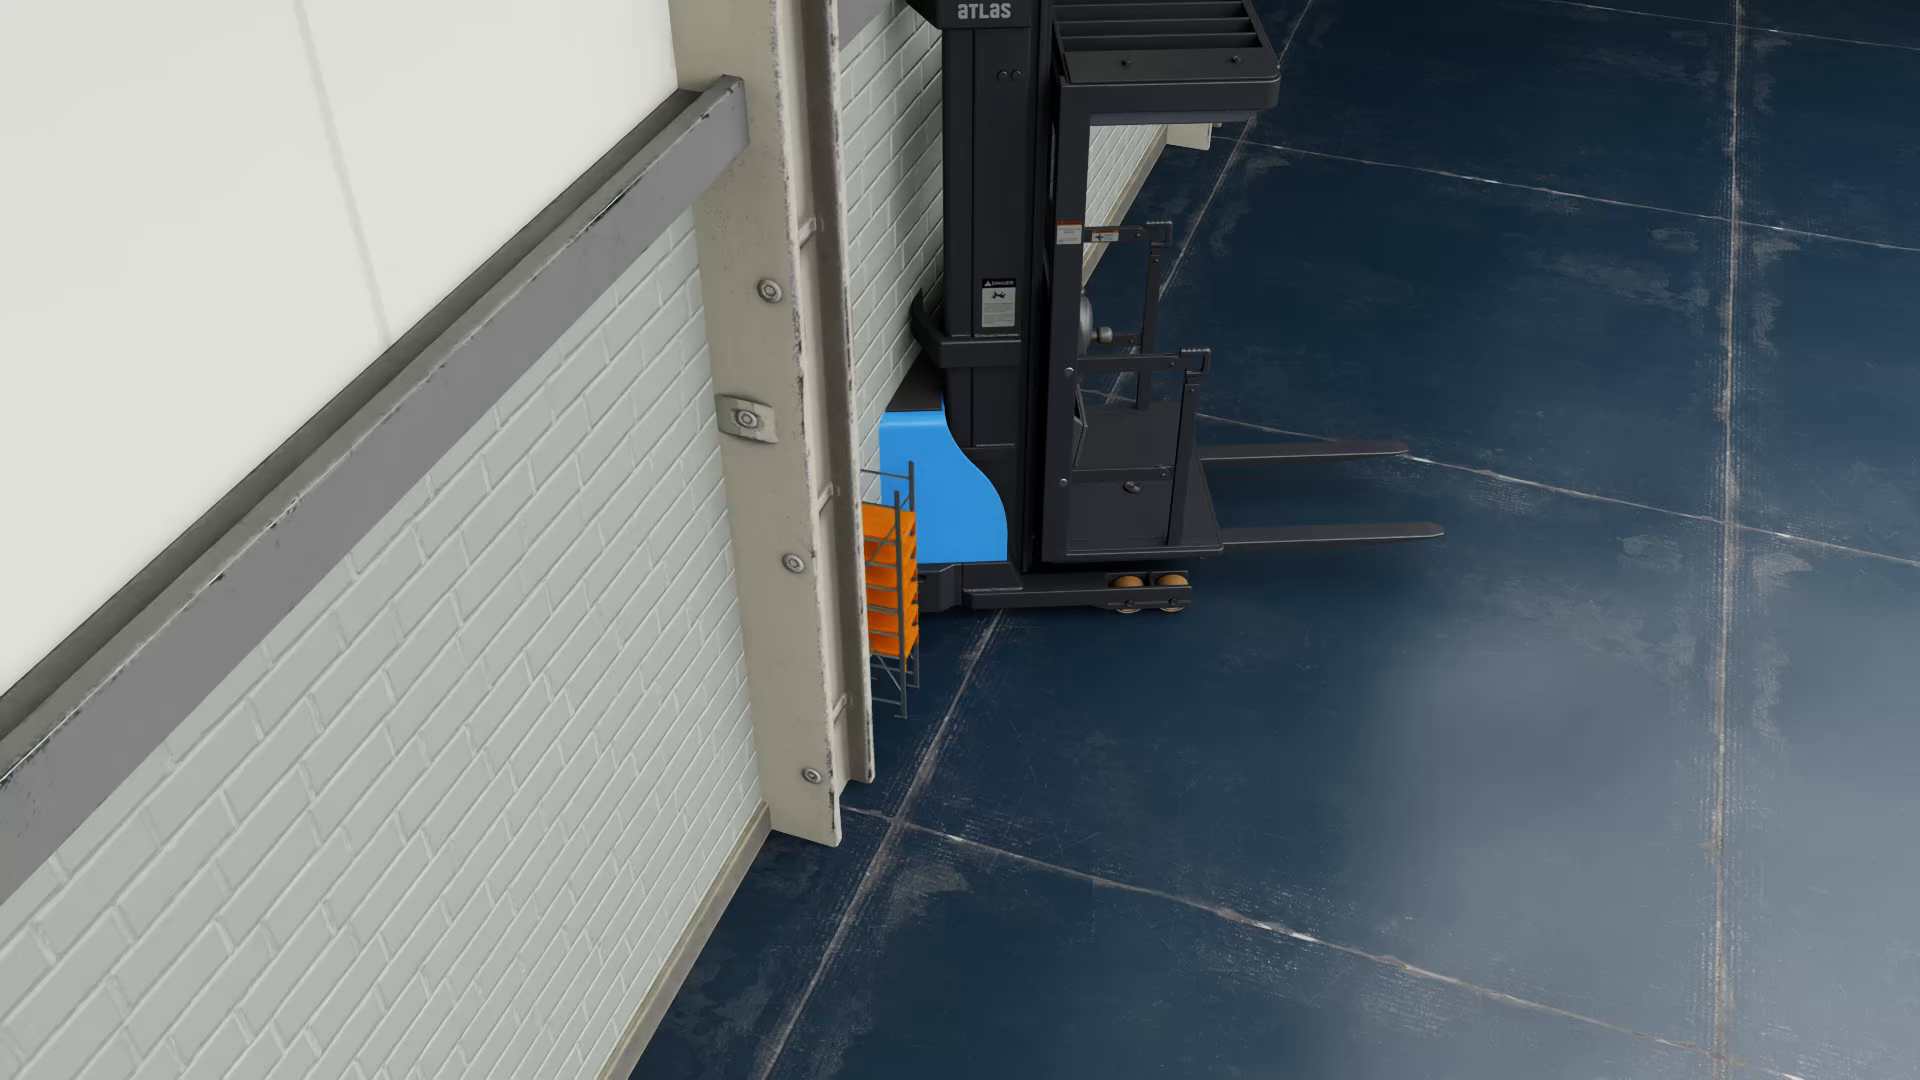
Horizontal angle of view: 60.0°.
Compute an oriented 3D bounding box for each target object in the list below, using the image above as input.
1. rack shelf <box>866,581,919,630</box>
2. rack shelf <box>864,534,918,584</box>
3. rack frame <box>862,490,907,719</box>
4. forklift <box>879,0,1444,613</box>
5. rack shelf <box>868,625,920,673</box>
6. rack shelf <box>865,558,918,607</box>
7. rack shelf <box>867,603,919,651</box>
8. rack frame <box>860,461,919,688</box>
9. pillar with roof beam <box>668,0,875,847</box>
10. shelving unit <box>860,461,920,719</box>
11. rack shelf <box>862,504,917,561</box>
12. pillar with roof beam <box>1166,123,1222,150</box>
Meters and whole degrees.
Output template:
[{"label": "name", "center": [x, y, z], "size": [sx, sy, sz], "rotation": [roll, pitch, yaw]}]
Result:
[{"label": "rack shelf", "center": [-0.312, 0.235, 6.572], "size": [0.258, 0.103, 0.180], "rotation": [10, 41, 12]}, {"label": "rack shelf", "center": [-0.312, 0.053, 6.416], "size": [0.258, 0.103, 0.180], "rotation": [10, 41, 12]}, {"label": "rack frame", "center": [-0.336, 0.259, 6.476], "size": [0.240, 1.200, 0.006], "rotation": [10, 41, 12]}, {"label": "forklift", "center": [0.626, -1.137, 6.778], "size": [3.031, 2.935, 1.130], "rotation": [-2, 41, -2]}, {"label": "rack shelf", "center": [-0.312, 0.418, 6.728], "size": [0.258, 0.103, 0.180], "rotation": [10, 41, 12]}, {"label": "rack shelf", "center": [-0.312, 0.144, 6.494], "size": [0.258, 0.103, 0.180], "rotation": [10, 41, 12]}, {"label": "rack shelf", "center": [-0.312, 0.327, 6.650], "size": [0.258, 0.103, 0.180], "rotation": [10, 41, 12]}, {"label": "rack frame", "center": [-0.288, 0.144, 6.610], "size": [0.240, 1.200, 0.006], "rotation": [10, 41, 12]}, {"label": "pillar with roof beam", "center": [3.498, -1.452, 2.472], "size": [9.100, 9.000, 0.400], "rotation": [13, 42, 15]}, {"label": "shelving unit", "center": [-0.312, 0.202, 6.543], "size": [0.258, 1.200, 0.189], "rotation": [10, 41, 12]}, {"label": "rack shelf", "center": [-0.312, -0.038, 6.338], "size": [0.258, 0.103, 0.180], "rotation": [10, 41, 12]}, {"label": "pillar with roof beam", "center": [5.550, -5.111, 6.761], "size": [9.100, 9.000, 0.400], "rotation": [13, 42, 15]}]
